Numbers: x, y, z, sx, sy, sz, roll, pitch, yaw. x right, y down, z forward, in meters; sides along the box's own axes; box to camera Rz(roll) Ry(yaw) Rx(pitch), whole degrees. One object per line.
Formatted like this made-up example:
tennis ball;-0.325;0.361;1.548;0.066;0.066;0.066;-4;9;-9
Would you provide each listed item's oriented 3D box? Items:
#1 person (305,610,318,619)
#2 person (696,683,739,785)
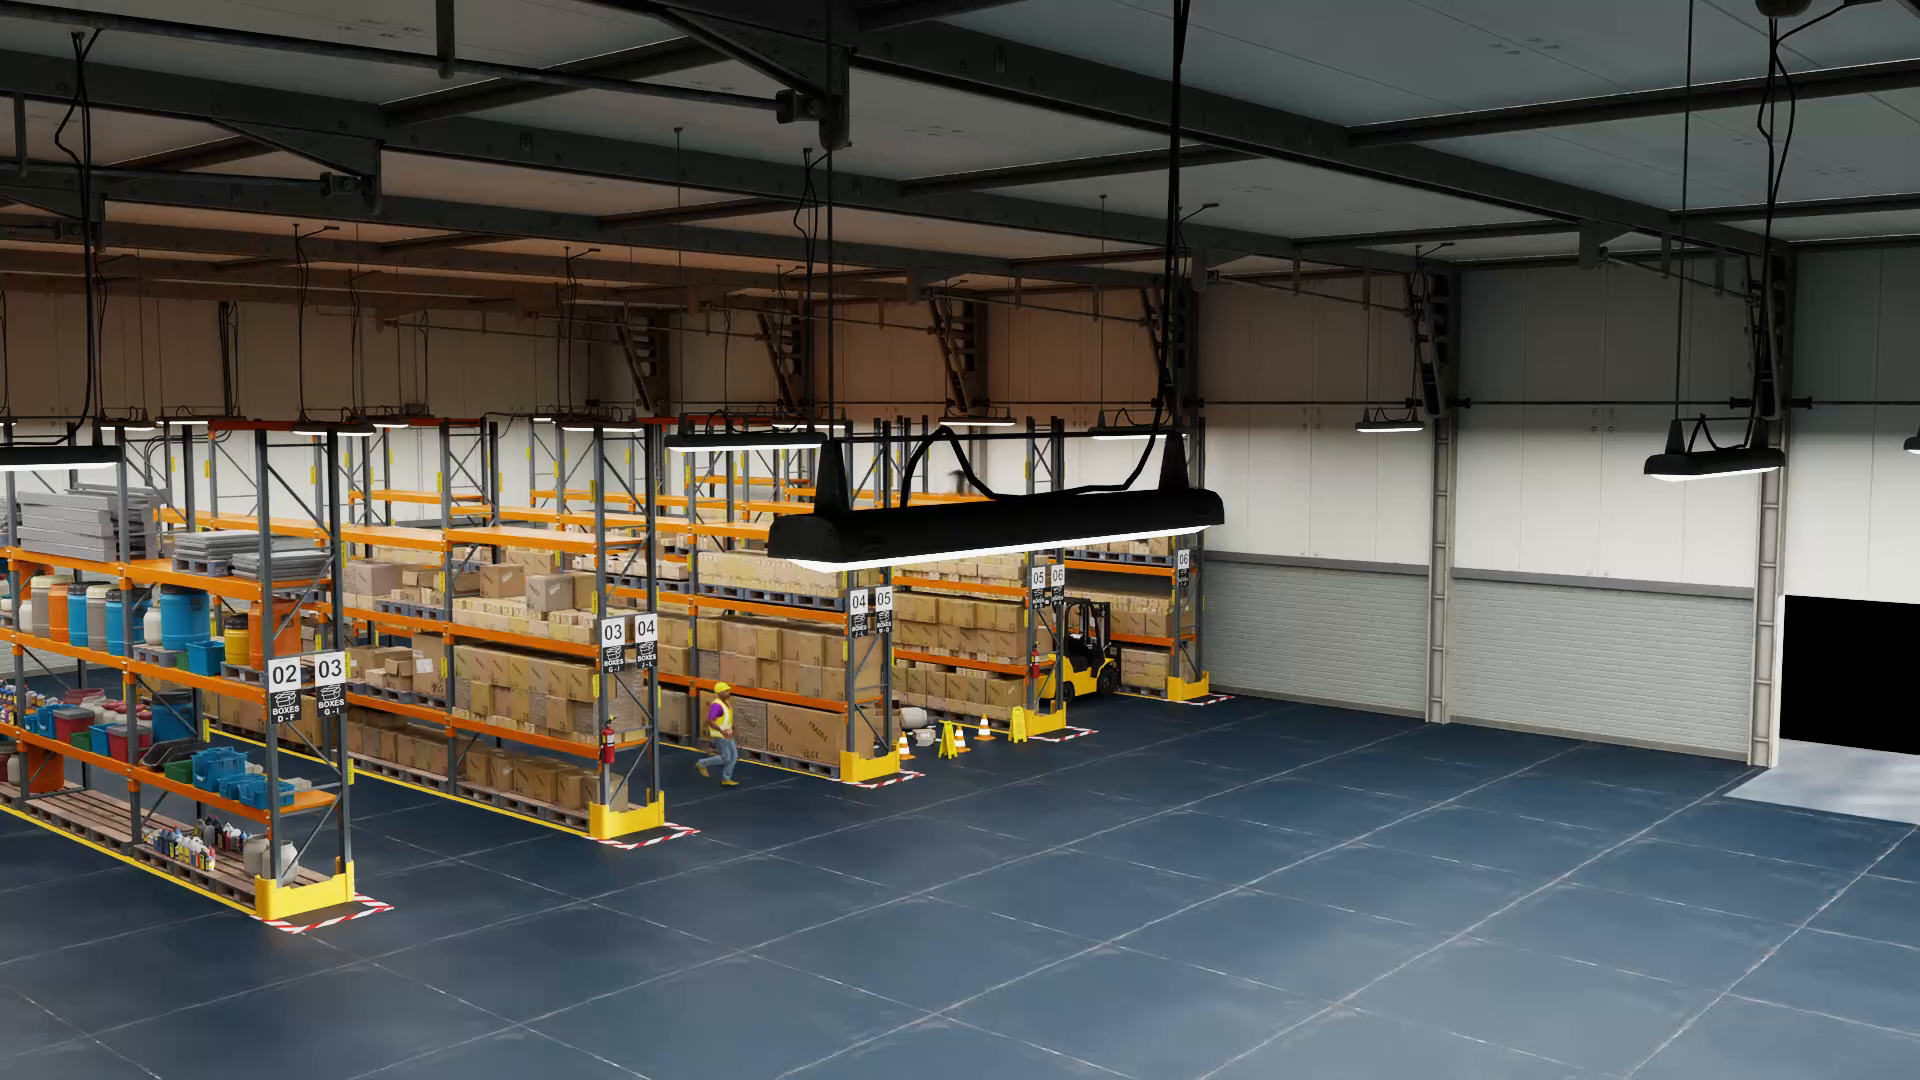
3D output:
person;-15.012;2.311;38.467;0.688;1.590;0.773;-2;5;-24
person;-3.992;3.201;27.436;0.712;1.719;0.708;1;5;11
